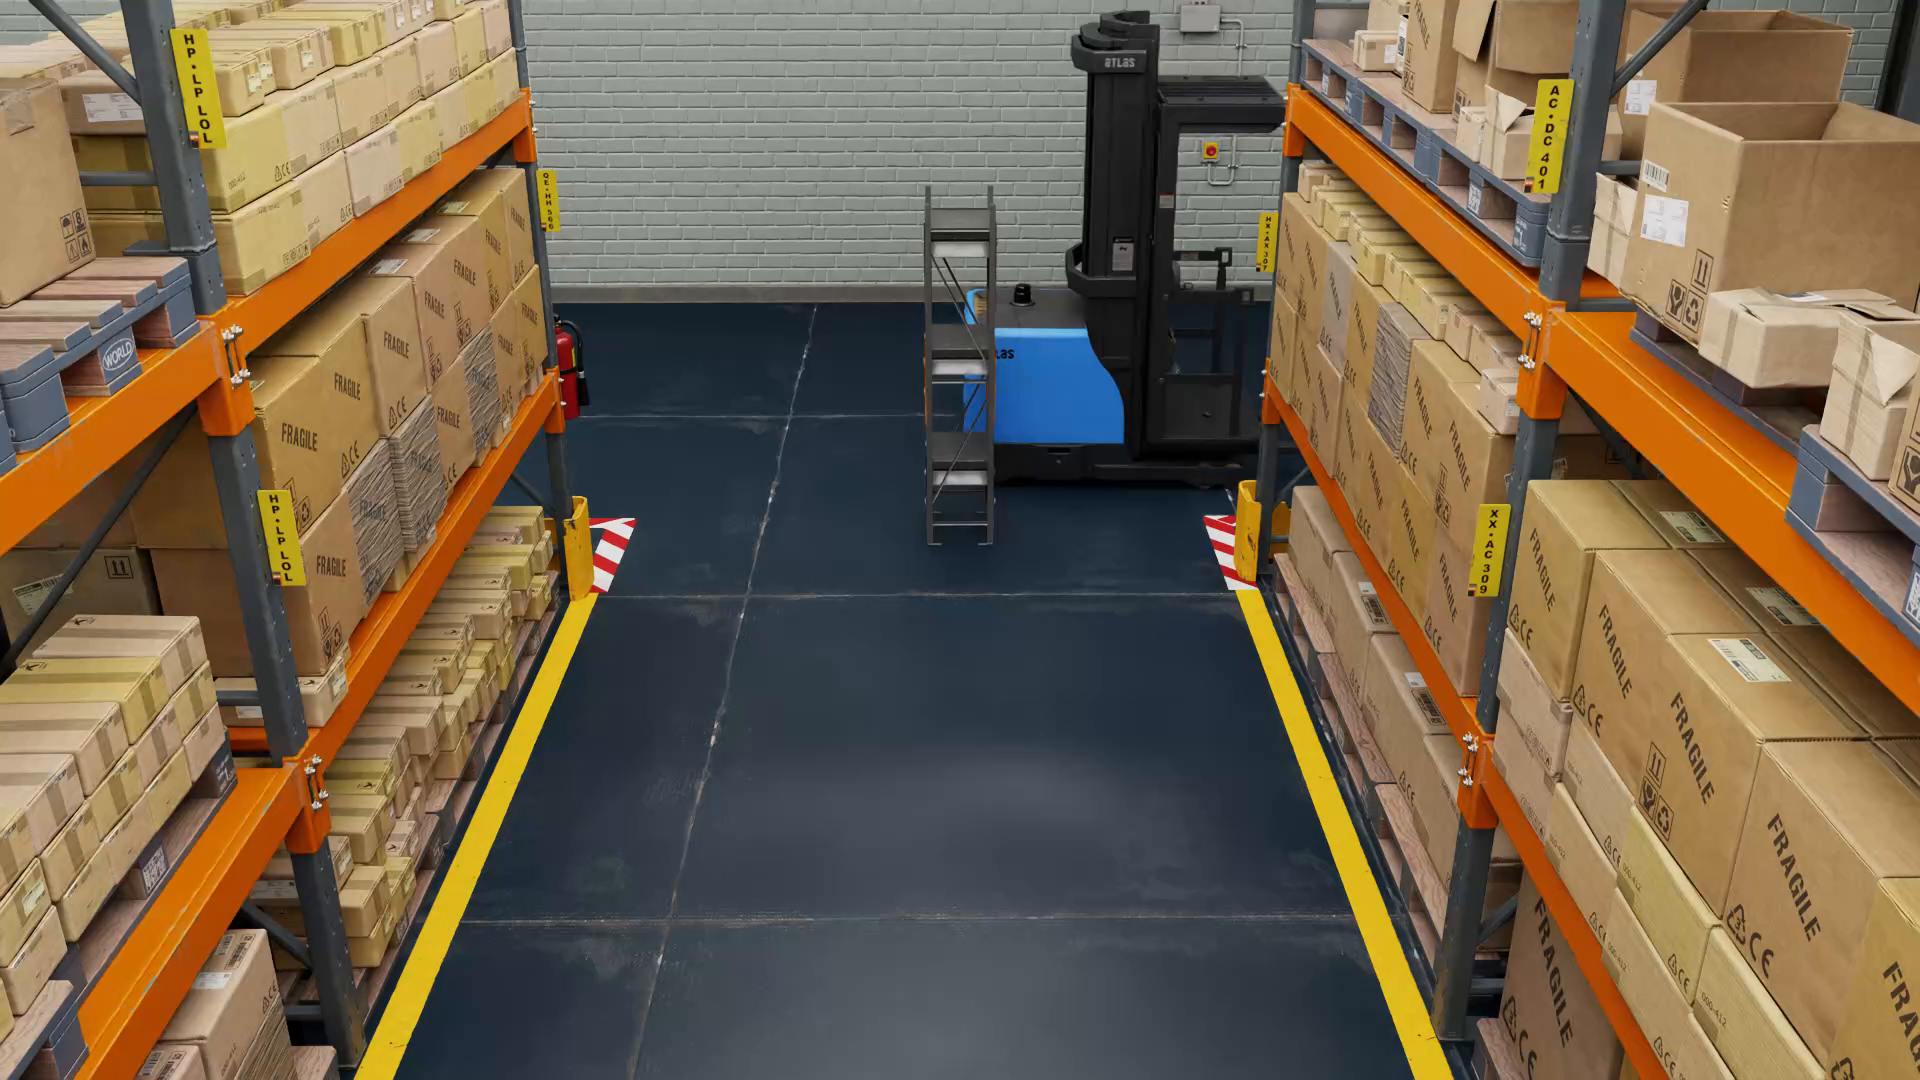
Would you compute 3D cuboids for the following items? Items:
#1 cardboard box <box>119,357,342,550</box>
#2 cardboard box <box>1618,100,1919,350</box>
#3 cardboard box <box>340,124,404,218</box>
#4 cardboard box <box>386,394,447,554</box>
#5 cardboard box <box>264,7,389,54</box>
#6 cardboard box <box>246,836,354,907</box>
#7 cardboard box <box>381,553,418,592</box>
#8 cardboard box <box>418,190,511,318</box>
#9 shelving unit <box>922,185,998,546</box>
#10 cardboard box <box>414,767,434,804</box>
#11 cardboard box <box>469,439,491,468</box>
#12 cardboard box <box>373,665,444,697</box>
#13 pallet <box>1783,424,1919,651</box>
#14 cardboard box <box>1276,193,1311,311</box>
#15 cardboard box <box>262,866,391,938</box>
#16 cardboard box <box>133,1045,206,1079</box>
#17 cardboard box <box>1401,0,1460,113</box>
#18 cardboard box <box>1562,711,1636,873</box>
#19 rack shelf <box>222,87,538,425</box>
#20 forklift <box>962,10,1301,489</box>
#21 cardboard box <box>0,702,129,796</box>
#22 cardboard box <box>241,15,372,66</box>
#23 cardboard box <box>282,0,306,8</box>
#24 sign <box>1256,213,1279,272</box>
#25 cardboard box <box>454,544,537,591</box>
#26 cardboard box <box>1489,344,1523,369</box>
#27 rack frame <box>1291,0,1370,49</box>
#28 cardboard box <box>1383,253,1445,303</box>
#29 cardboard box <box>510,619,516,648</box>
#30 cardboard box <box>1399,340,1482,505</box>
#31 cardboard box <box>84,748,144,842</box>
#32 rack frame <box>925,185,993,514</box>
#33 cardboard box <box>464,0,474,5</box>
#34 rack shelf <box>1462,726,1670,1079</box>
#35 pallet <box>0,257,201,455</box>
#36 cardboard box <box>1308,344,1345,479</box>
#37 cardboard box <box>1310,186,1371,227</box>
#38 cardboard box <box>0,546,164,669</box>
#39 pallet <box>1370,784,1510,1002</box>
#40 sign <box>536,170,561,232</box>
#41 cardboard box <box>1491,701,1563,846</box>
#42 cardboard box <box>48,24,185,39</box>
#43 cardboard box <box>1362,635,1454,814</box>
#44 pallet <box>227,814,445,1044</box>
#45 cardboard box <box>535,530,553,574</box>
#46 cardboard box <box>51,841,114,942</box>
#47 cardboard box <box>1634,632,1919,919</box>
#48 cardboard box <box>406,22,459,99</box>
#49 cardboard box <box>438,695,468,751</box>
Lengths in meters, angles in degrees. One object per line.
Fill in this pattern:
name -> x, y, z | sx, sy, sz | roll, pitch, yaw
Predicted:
cardboard box -> -2.443, -0.297, 5.571 | 0.500, 0.500, 0.500 | 0, 24, 1
cardboard box -> 1.987, -0.776, 4.055 | 0.500, 0.500, 0.500 | -1, 24, -2
cardboard box -> -2.423, -1.384, 6.213 | 0.500, 0.250, 0.500 | 1, 24, 2
cardboard box -> -2.417, -0.271, 6.727 | 0.500, 0.500, 0.500 | -1, 24, -2
cardboard box -> -2.425, -1.952, 6.376 | 0.380, 0.149, 0.250 | -1, 24, -2
cardboard box -> -2.478, 1.221, 6.139 | 0.380, 0.149, 0.250 | 1, 24, 2
cardboard box -> -2.424, 0.091, 6.713 | 0.380, 0.149, 0.250 | 0, 24, 0
cardboard box -> -2.466, -1.362, 7.925 | 0.500, 0.500, 0.500 | -1, 24, -2
shelving unit -> -0.002, -1.025, 9.968 | 0.431, 2.100, 0.503 | 0, 24, -1
cardboard box -> -2.512, 1.056, 7.225 | 0.380, 0.149, 0.250 | -1, 24, -3
cardboard box -> -2.456, -0.454, 7.919 | 0.380, 0.149, 0.250 | -1, 24, -3
cardboard box -> -2.506, 0.678, 7.338 | 0.380, 0.149, 0.250 | -1, 24, -3
pallet -> 2.236, 0.105, 2.968 | 1.003, 0.211, 1.213 | 1, 24, 2
cardboard box -> 1.944, -1.487, 8.564 | 0.500, 0.500, 0.500 | -1, 24, -2
cardboard box -> -2.365, 1.348, 6.218 | 0.380, 0.149, 0.250 | 1, 24, 2
cardboard box -> -2.428, 1.650, 4.575 | 0.500, 0.250, 0.500 | 1, 24, 2
cardboard box -> 2.096, -2.003, 6.647 | 0.500, 0.500, 0.500 | 0, 24, 0
cardboard box -> 2.024, 0.701, 4.636 | 0.500, 0.250, 0.500 | 0, 24, 0
rack shelf -> -2.703, -1.336, 6.797 | 1.077, 0.370, 4.000 | 0, 24, -1
forklift -> 1.531, -1.894, 10.880 | 3.031, 2.935, 1.130 | 0, 24, 1
cardboard box -> -2.477, 0.561, 4.444 | 0.380, 0.149, 0.250 | -1, 24, -2
cardboard box -> -2.409, -1.844, 6.138 | 0.380, 0.149, 0.250 | 1, 24, 2
cardboard box -> -2.924, -2.272, 7.084 | 0.380, 0.149, 0.250 | 0, 24, 1
sign -> 1.669, -1.616, 9.036 | 0.100, 0.325, 0.005 | 0, 24, -1
cardboard box -> -2.391, 0.142, 8.524 | 0.380, 0.149, 0.250 | -1, 24, -2
cardboard box -> 2.051, -0.568, 5.745 | 0.380, 0.149, 0.250 | 0, 24, 1
rack frame -> 2.224, -3.919, 7.994 | 1.000, 3.000, 0.127 | 0, 24, -1
cardboard box -> 1.977, -1.087, 6.893 | 0.380, 0.149, 0.250 | 0, 24, -1
cardboard box -> -2.474, 0.519, 8.413 | 0.380, 0.149, 0.250 | 0, 24, 0
cardboard box -> 1.989, -0.440, 6.249 | 0.500, 0.500, 0.500 | -1, 24, -1
cardboard box -> -2.476, 0.688, 4.522 | 0.380, 0.149, 0.250 | 1, 24, 2
rack frame -> -0.004, -1.125, 10.190 | 0.400, 2.100, 0.015 | 0, 24, -1
cardboard box -> -2.501, -2.592, 7.792 | 0.380, 0.149, 0.250 | 0, 24, 0
rack shelf -> 2.289, 1.615, 3.912 | 1.077, 0.370, 4.000 | 0, 24, -1
pallet -> -2.781, -0.499, 4.302 | 1.213, 0.211, 1.003 | 0, 24, -1
cardboard box -> 1.963, -0.614, 7.846 | 0.500, 0.500, 0.500 | 0, 24, -1
cardboard box -> 1.913, -1.619, 8.068 | 0.380, 0.149, 0.250 | 0, 24, 1
cardboard box -> -2.969, 0.148, 5.801 | 0.500, 0.500, 0.500 | 0, 24, 0
pallet -> 2.337, 1.420, 6.855 | 1.003, 0.211, 1.213 | 0, 24, -1
sign -> -2.170, -1.787, 8.773 | 0.100, 0.325, 0.005 | 0, 24, -1
cardboard box -> 2.008, 0.714, 5.214 | 0.500, 0.250, 0.500 | -1, 24, -2
cardboard box -> -2.978, -1.738, 5.905 | 0.380, 0.149, 0.250 | -1, 24, -3
cardboard box -> 2.357, 0.811, 7.417 | 0.875, 0.438, 0.875 | -1, 24, -2
pallet -> -2.724, 1.521, 6.631 | 1.003, 0.211, 1.213 | 0, 24, -1
cardboard box -> -2.434, 0.067, 9.051 | 0.380, 0.149, 0.250 | -1, 24, -2
cardboard box -> -2.472, 0.926, 4.358 | 0.380, 0.149, 0.250 | -1, 24, -3
cardboard box -> 2.021, 0.561, 4.036 | 0.500, 0.500, 0.500 | -1, 24, -2
cardboard box -> -2.456, -2.037, 7.049 | 0.500, 0.250, 0.500 | 0, 24, 0
cardboard box -> -2.415, 0.815, 7.397 | 0.380, 0.149, 0.250 | 0, 24, -1
